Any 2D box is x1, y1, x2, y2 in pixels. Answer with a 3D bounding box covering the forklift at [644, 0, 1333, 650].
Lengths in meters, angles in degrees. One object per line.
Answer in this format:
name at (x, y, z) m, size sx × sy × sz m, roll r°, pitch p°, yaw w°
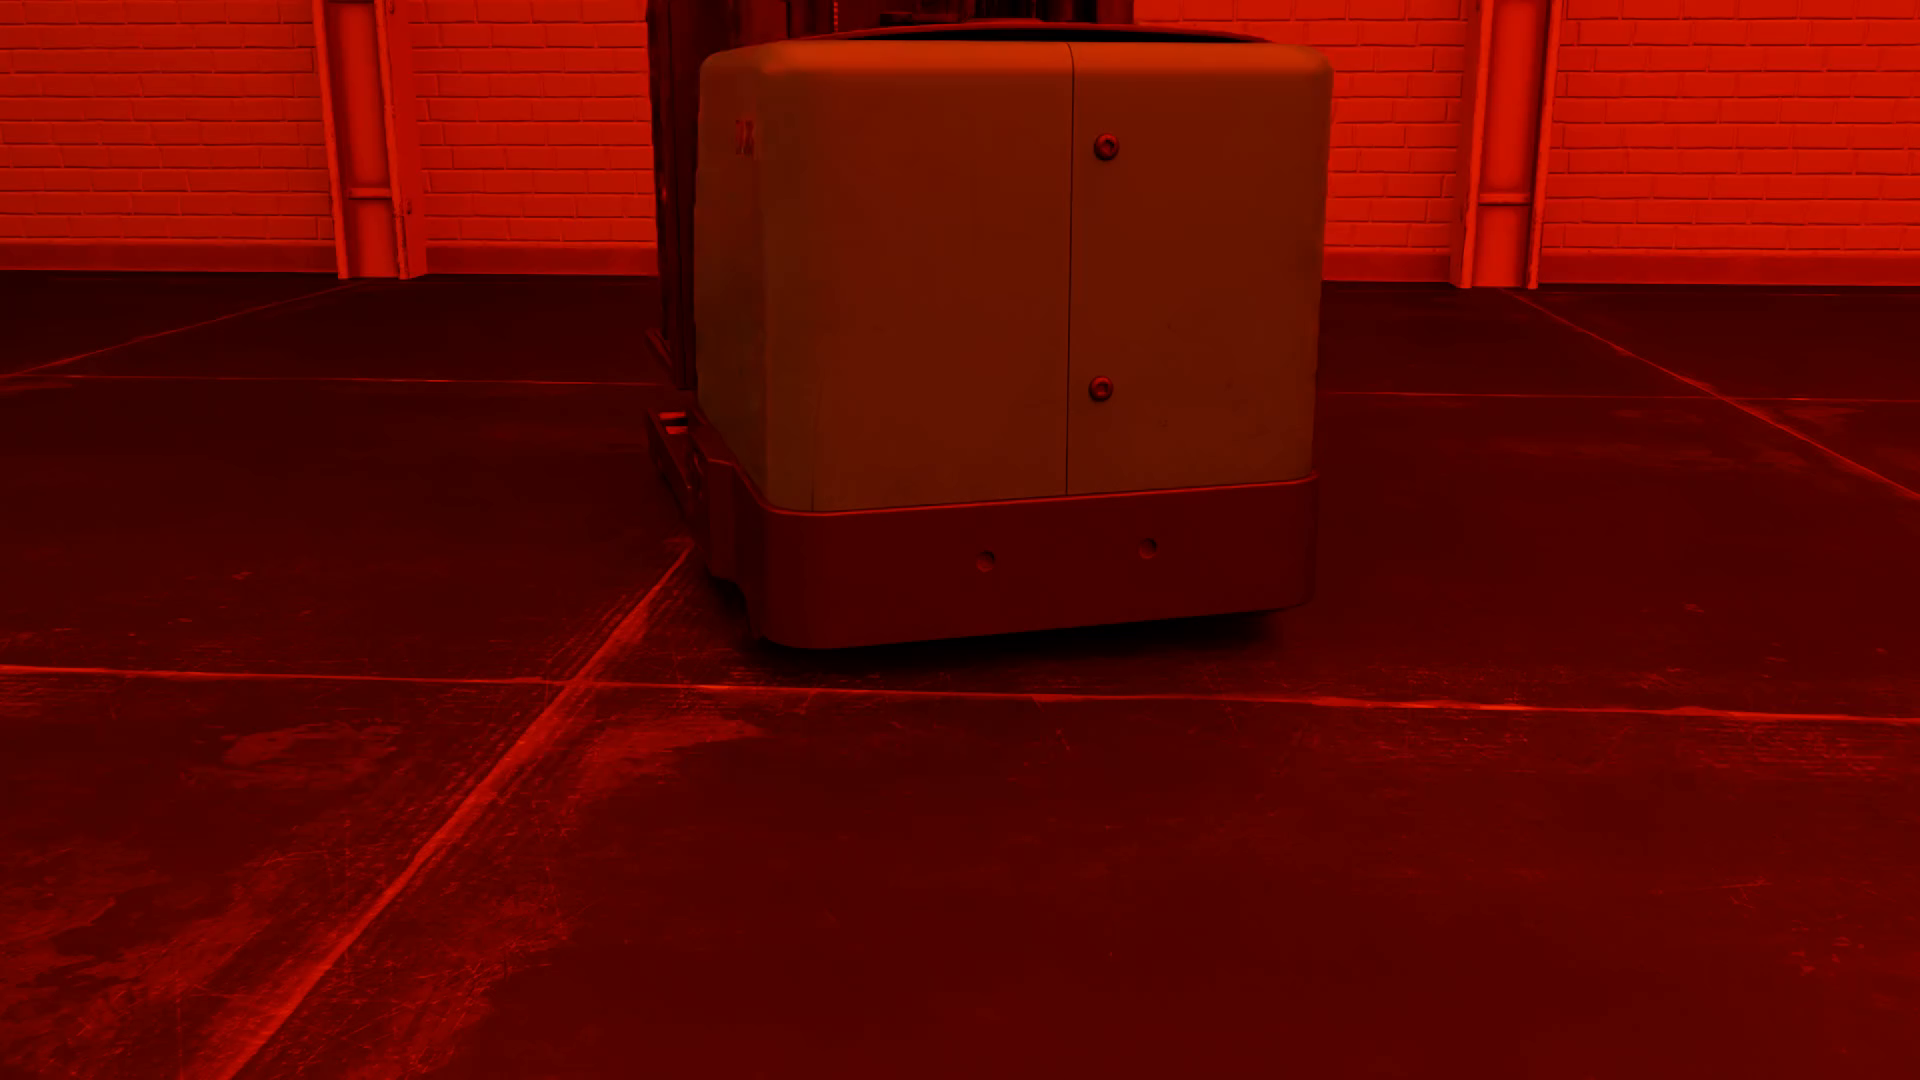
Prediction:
forklift at (-0.221, -1.569, 4.000) m, size 1.130 × 2.935 × 3.031 m, roll -4°, pitch 16°, yaw -15°
